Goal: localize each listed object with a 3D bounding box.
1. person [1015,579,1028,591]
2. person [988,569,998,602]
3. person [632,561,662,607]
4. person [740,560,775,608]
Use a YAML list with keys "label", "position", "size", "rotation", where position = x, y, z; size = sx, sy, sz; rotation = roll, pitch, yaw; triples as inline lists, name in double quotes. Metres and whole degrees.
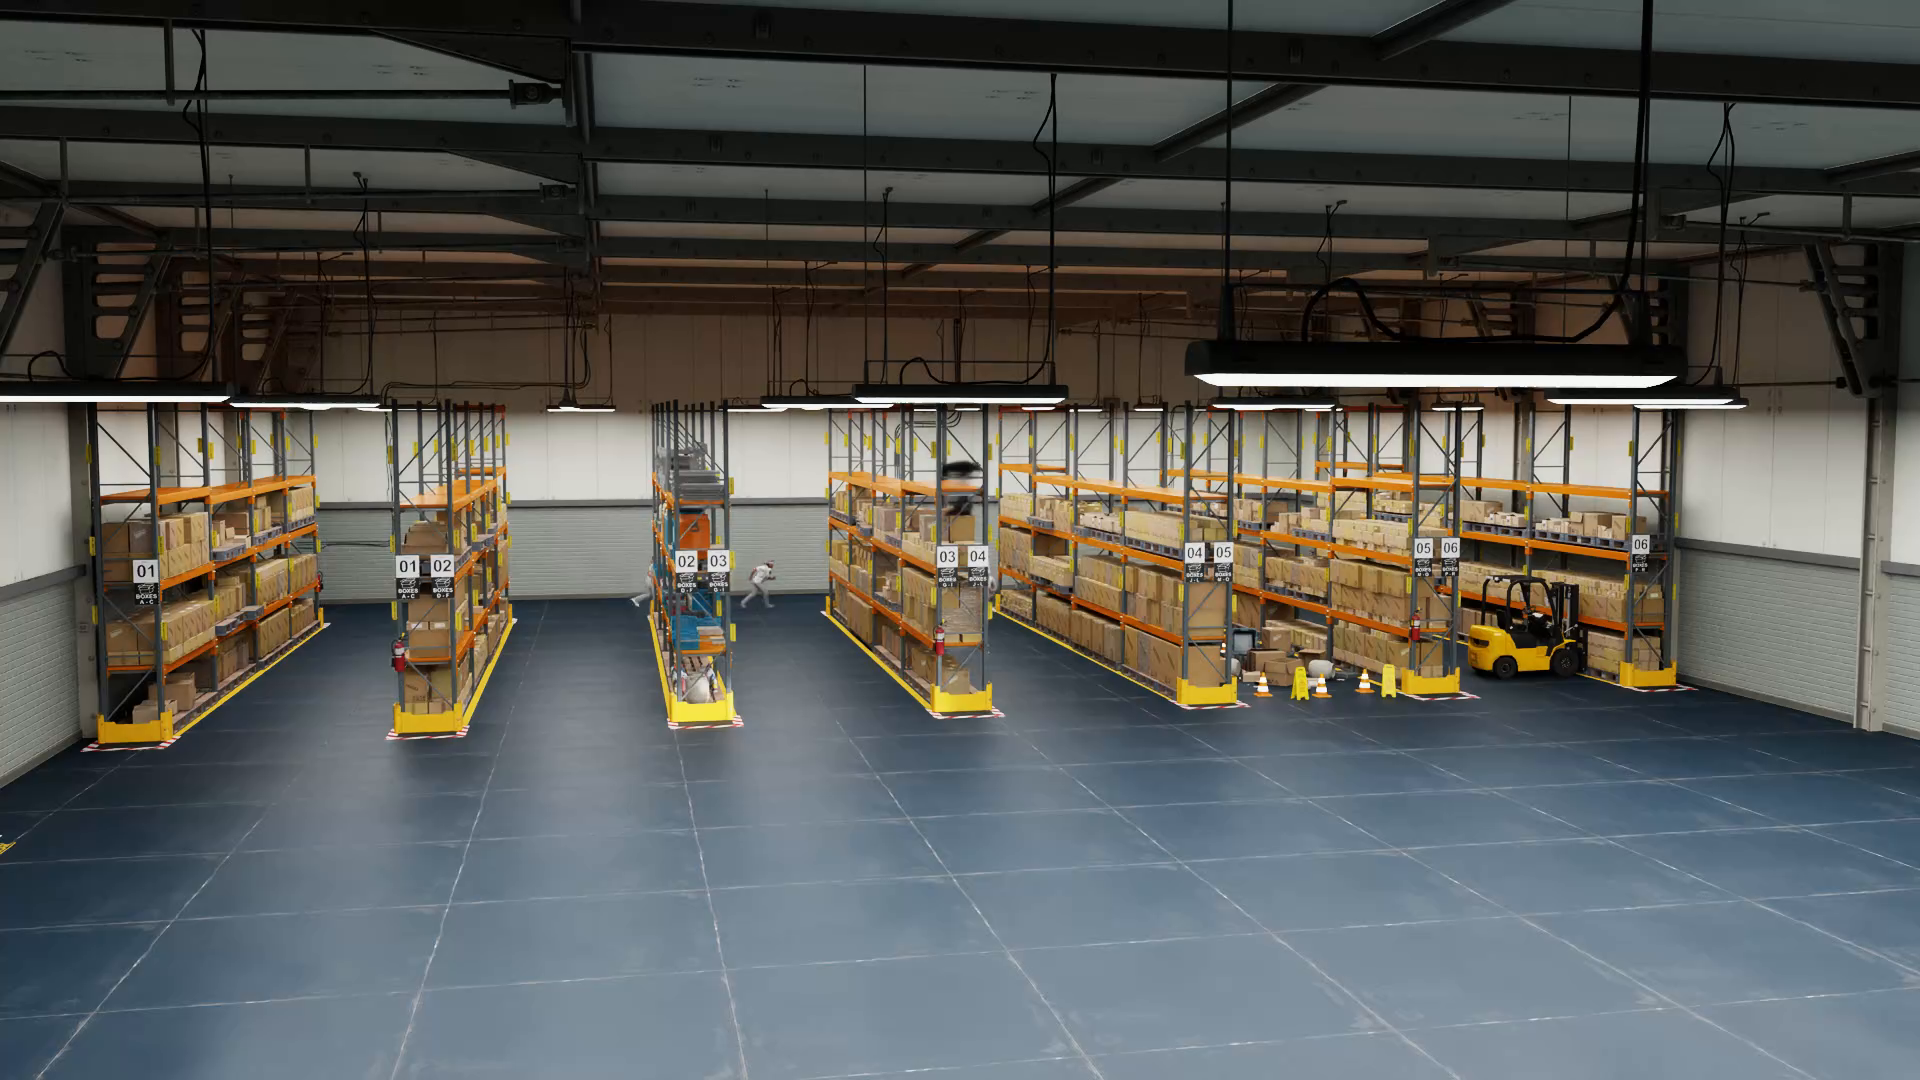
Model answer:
- label: "person"
  position: [1.949, 1.121, 49.891]
  size: [0.832, 1.747, 0.596]
  rotation: [-2, 5, -24]
- label: "person"
  position: [0.717, 1.499, 45.130]
  size: [0.670, 1.570, 1.102]
  rotation: [1, 4, 7]
- label: "person"
  position: [-9.056, 1.275, 48.371]
  size: [0.987, 1.626, 0.552]
  rotation: [0, 4, -1]
- label: "person"
  position: [-5.934, 1.284, 48.875]
  size: [1.055, 1.420, 0.509]
  rotation: [1, 4, 12]
